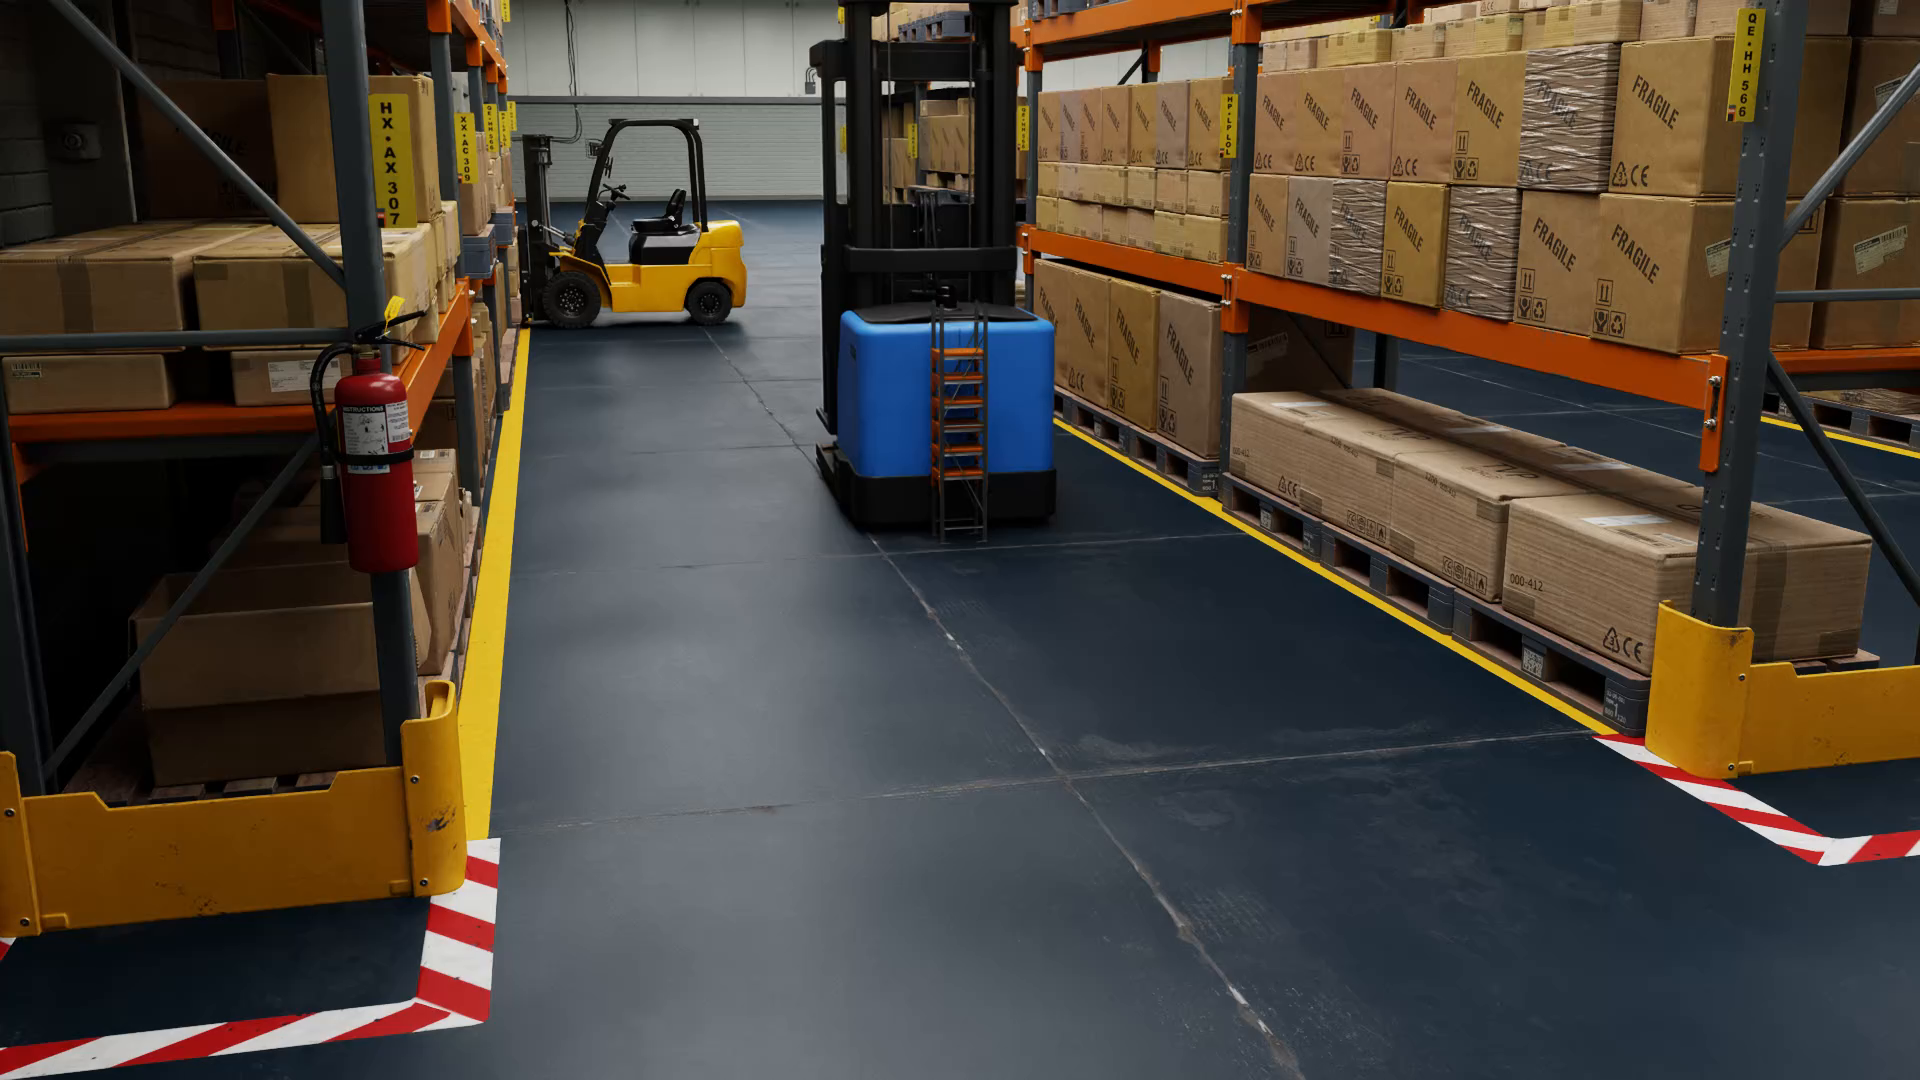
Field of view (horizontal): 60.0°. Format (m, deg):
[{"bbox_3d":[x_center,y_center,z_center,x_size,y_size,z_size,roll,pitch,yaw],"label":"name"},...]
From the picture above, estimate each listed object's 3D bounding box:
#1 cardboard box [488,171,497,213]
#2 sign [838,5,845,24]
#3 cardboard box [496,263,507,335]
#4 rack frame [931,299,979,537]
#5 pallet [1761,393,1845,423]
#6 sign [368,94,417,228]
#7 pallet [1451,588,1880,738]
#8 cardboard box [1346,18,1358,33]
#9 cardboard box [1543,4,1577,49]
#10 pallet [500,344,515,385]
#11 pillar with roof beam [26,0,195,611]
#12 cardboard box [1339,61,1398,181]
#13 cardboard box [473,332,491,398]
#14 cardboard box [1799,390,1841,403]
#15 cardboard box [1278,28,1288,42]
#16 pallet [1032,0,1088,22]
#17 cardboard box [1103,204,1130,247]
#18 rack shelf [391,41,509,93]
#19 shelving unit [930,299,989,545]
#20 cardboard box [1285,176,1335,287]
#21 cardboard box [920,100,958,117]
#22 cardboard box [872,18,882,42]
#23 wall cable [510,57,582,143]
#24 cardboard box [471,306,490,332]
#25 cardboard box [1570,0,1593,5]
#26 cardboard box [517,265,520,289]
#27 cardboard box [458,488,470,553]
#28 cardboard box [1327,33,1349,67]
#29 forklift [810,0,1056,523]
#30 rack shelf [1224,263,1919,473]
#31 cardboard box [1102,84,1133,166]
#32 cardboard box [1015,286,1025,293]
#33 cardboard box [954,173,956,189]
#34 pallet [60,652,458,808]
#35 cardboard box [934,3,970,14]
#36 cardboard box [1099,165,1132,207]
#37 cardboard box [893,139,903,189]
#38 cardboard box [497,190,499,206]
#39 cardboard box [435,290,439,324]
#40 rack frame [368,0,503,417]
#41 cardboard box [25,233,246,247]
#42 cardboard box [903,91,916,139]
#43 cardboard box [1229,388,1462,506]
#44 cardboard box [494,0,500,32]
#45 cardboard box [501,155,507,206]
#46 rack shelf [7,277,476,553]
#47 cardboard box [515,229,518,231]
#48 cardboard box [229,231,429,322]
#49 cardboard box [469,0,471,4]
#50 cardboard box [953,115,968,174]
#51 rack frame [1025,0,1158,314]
[{"bbox_3d":[-3.257,-2.241,10.711,0.500,0.250,0.500,-4,14,-16],"label":"cardboard box"},{"bbox_3d":[-1.402,-6.310,19.772,0.100,0.325,0.005,-3,14,-13],"label":"sign"},{"bbox_3d":[-4.625,-2.189,15.184,0.875,0.625,0.625,-3,14,-11],"label":"cardboard box"},{"bbox_3d":[-0.025,-0.607,8.385,0.240,1.200,0.006,-3,14,-13],"label":"rack frame"},{"bbox_3d":[6.258,-1.096,12.469,1.003,0.211,1.213,-3,14,-13],"label":"pallet"},{"bbox_3d":[-1.413,-0.941,4.132,0.100,0.325,0.005,-3,14,-13],"label":"sign"},{"bbox_3d":[2.620,0.407,6.315,1.003,0.211,1.213,-3,14,-13],"label":"pallet"},{"bbox_3d":[4.397,-5.547,17.924,0.380,0.149,0.250,-3,14,-12],"label":"cardboard box"},{"bbox_3d":[2.360,-1.861,6.039,0.380,0.149,0.250,-3,14,-12],"label":"cardboard box"},{"bbox_3d":[-4.258,-1.454,13.932,1.003,0.211,1.213,-3,14,-13],"label":"pallet"},{"bbox_3d":[0.592,-4.356,7.295,9.100,9.000,0.400,-3,14,-13],"label":"pillar with roof beam"},{"bbox_3d":[2.042,-1.865,7.424,0.500,0.500,0.500,-3,14,-12],"label":"cardboard box"},{"bbox_3d":[-3.404,-1.123,11.087,0.500,0.500,0.500,-3,14,-14],"label":"cardboard box"},{"bbox_3d":[6.193,-1.254,11.622,0.500,0.500,0.500,-4,14,-15],"label":"cardboard box"},{"bbox_3d":[3.979,-5.957,19.604,0.380,0.149,0.250,-3,14,-14],"label":"cardboard box"},{"bbox_3d":[1.207,-3.833,11.872,1.213,0.211,1.003,-3,14,-11],"label":"pallet"},{"bbox_3d":[1.250,-2.061,10.857,0.500,0.250,0.500,-3,14,-13],"label":"cardboard box"},{"bbox_3d":[-5.229,-4.827,17.060,1.077,0.370,4.000,-3,14,-13],"label":"rack shelf"},{"bbox_3d":[-0.003,-0.586,8.298,0.258,1.200,0.189,-3,14,-13],"label":"shelving unit"},{"bbox_3d":[1.914,-1.499,8.033,0.500,0.500,0.500,-3,14,-13],"label":"cardboard box"},{"bbox_3d":[-0.168,-4.120,15.880,0.380,0.149,0.250,-3,14,-13],"label":"cardboard box"},{"bbox_3d":[-0.660,-5.502,17.998,0.500,0.250,0.500,-3,14,-12],"label":"cardboard box"},{"bbox_3d":[-12.863,-13.050,49.424,3.097,2.526,0.112,-3,14,-13],"label":"wall cable"},{"bbox_3d":[-3.363,-1.479,11.176,0.380,0.149,0.250,-4,14,-16],"label":"cardboard box"},{"bbox_3d":[5.438,-4.634,14.151,0.380,0.166,0.250,-3,14,-13],"label":"cardboard box"},{"bbox_3d":[-4.799,-2.731,17.139,0.500,0.250,0.500,-3,14,-14],"label":"cardboard box"},{"bbox_3d":[-2.380,-0.094,7.367,0.396,0.266,0.258,-3,14,-11],"label":"cardboard box"},{"bbox_3d":[1.941,-2.277,7.741,0.380,0.149,0.250,-3,14,-14],"label":"cardboard box"},{"bbox_3d":[-0.270,-1.809,9.658,1.130,2.935,3.031,-2,14,-10],"label":"forklift"},{"bbox_3d":[2.414,-0.879,7.221,1.077,0.370,4.000,-3,14,-13],"label":"rack shelf"},{"bbox_3d":[1.230,-2.669,10.714,0.500,0.500,0.500,-3,14,-12],"label":"cardboard box"},{"bbox_3d":[0.363,-2.177,15.668,0.950,0.372,0.625,-2,14,-10],"label":"cardboard box"},{"bbox_3d":[0.155,-3.234,14.990,0.380,0.149,0.250,-3,14,-13],"label":"cardboard box"},{"bbox_3d":[-2.147,0.664,5.267,1.003,0.211,1.213,-3,14,-13],"label":"pallet"},{"bbox_3d":[0.072,-4.735,14.598,0.500,0.250,0.500,-3,14,-14],"label":"cardboard box"},{"bbox_3d":[1.215,-2.299,10.781,0.500,0.250,0.500,-3,14,-12],"label":"cardboard box"},{"bbox_3d":[-0.409,-3.936,17.379,0.500,0.500,0.500,-3,14,-11],"label":"cardboard box"},{"bbox_3d":[-4.047,-2.733,13.609,0.500,0.250,0.500,-3,14,-11],"label":"cardboard box"},{"bbox_3d":[-2.087,-0.818,5.986,0.380,0.149,0.250,-3,14,-12],"label":"cardboard box"},{"bbox_3d":[-3.819,-2.335,11.665,1.000,3.000,0.127,-3,14,-13],"label":"rack frame"},{"bbox_3d":[-2.426,-0.772,4.955,0.500,0.250,0.500,-3,14,-13],"label":"cardboard box"},{"bbox_3d":[-0.229,-4.680,18.317,0.700,0.500,0.500,-3,14,-14],"label":"cardboard box"},{"bbox_3d":[1.987,-0.499,8.661,0.875,0.438,0.875,-3,14,-14],"label":"cardboard box"},{"bbox_3d":[-5.214,-5.609,17.438,0.700,0.500,0.500,-3,14,-13],"label":"cardboard box"},{"bbox_3d":[-4.609,-3.424,15.909,0.500,0.500,0.500,-4,14,-15],"label":"cardboard box"},{"bbox_3d":[-2.410,-0.602,6.085,1.077,0.370,4.000,-3,14,-13],"label":"rack shelf"},{"bbox_3d":[-5.161,-3.328,18.533,0.500,0.250,0.500,-3,14,-12],"label":"cardboard box"},{"bbox_3d":[-1.904,-0.797,5.060,0.500,0.250,0.500,-3,14,-13],"label":"cardboard box"},{"bbox_3d":[-3.344,-3.499,10.423,0.500,0.250,0.500,-3,14,-13],"label":"cardboard box"},{"bbox_3d":[0.249,-3.460,14.548,0.500,0.500,0.500,-4,14,-15],"label":"cardboard box"},{"bbox_3d":[1.005,-2.613,12.801,1.000,3.000,0.127,-3,14,-13],"label":"rack frame"}]
